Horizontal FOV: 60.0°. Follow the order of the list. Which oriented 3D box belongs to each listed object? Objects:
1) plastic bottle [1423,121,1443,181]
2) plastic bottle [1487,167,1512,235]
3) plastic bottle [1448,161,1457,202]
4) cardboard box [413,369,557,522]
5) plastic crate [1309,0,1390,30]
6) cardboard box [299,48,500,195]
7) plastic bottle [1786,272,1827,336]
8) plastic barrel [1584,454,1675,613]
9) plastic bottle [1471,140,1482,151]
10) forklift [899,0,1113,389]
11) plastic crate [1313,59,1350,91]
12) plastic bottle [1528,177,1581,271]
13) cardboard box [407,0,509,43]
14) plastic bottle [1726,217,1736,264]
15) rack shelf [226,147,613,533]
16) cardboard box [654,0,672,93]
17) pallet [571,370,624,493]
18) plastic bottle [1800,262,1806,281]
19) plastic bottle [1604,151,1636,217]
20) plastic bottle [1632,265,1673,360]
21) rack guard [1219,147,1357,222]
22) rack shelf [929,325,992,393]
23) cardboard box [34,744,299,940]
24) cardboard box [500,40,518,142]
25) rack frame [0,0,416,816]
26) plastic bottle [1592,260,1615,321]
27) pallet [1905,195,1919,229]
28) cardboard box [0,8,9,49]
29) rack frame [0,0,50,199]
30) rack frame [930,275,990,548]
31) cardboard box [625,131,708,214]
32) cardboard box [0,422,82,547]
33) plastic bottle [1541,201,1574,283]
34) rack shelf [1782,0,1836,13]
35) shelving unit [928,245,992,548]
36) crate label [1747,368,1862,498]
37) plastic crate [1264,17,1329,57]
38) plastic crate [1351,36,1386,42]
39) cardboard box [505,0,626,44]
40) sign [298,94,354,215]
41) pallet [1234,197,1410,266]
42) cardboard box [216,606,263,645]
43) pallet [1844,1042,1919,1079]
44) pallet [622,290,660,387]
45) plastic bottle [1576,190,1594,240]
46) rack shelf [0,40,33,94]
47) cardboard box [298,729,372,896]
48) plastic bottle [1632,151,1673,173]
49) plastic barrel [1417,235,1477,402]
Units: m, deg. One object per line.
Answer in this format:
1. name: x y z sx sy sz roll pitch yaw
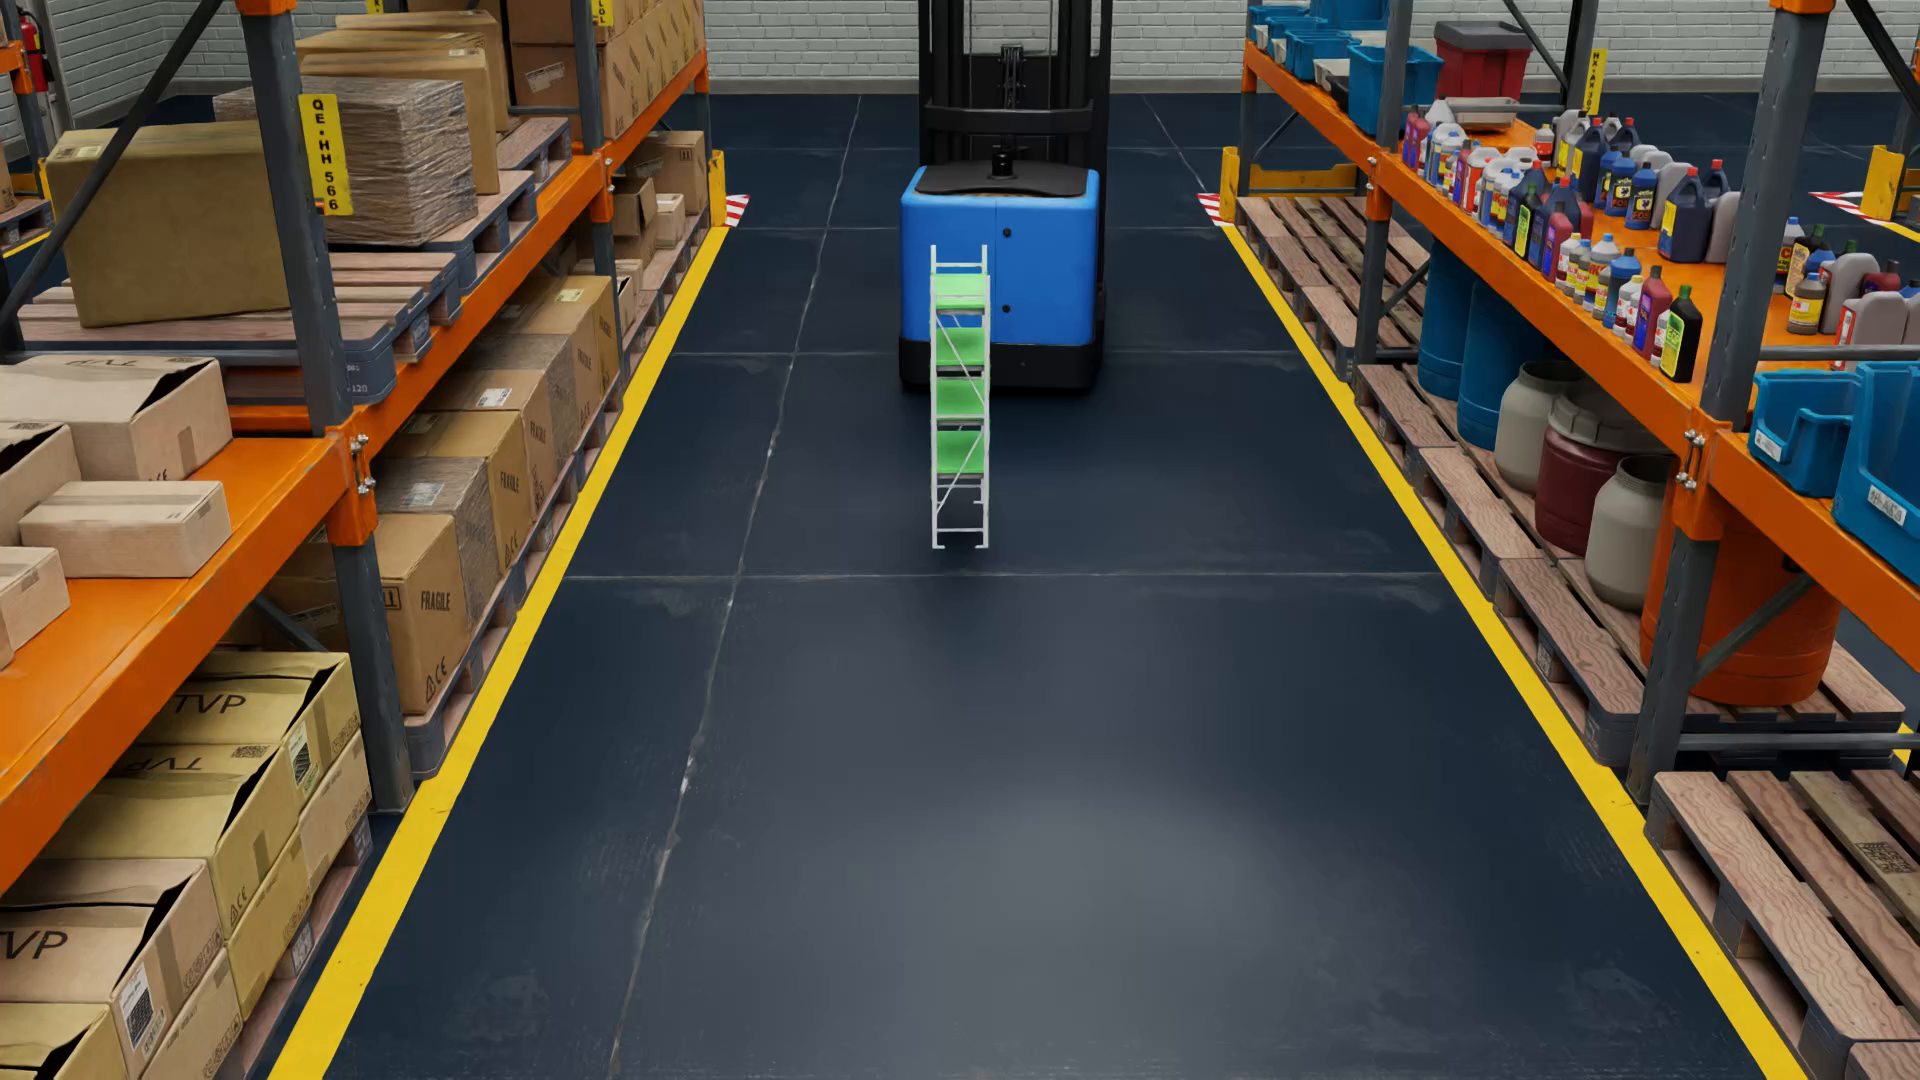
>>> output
1. plastic bottle: 2.236 -1.826 7.803 0.097 0.271 0.097 0 24 0
2. plastic bottle: 2.247 -1.404 6.870 0.097 0.271 0.097 0 24 0
3. plastic bottle: 2.240 -1.618 7.428 0.097 0.201 0.097 0 24 0
4. cardboard box: -2.015 -0.399 6.991 0.500 0.500 0.500 -1 24 -2
5. plastic crate: 2.783 -3.734 11.751 0.616 0.435 0.499 0 24 -1
6. cardboard box: -2.236 -1.668 6.668 0.700 0.500 0.500 -6 25 -14
7. plastic bottle: 2.869 -0.803 5.627 0.097 0.201 0.097 0 24 0
8. plastic barrel: 2.562 -0.023 6.171 0.421 0.512 0.421 0 24 0
9. plastic bottle: 2.389 -1.754 7.730 0.097 0.201 0.097 0 24 0
10. forklift: 0.335 -2.713 9.693 1.130 2.935 3.031 2 24 5
11. plastic crate: 2.317 -2.803 10.055 0.293 0.136 0.466 0 24 -1
12. plastic bottle: 2.276 -1.211 6.347 0.144 0.351 0.185 0 24 -1
13. cardboard box: -2.581 -2.867 8.615 0.500 0.500 0.500 0 24 0
14. plastic bottle: 3.012 -1.176 6.367 0.097 0.271 0.097 0 24 0
15. rack shelf: -2.295 -1.007 6.710 1.077 0.370 4.000 0 24 -1
16. cardboard box: -2.069 -3.043 10.216 0.500 0.500 0.500 -1 24 -1
17. pallet: -2.270 -0.553 8.218 1.003 0.211 1.213 0 24 -1
18. plastic bottle: 3.018 -0.914 5.873 0.097 0.201 0.097 0 24 0
19. plastic bottle: 2.850 -1.538 7.167 0.097 0.271 0.097 0 24 0
20. plastic bottle: 2.246 -0.738 5.384 0.061 0.283 0.133 0 24 -1
21. rack guard: 2.579 -2.699 12.611 1.175 0.500 0.348 0 24 -1
22. rack shelf: -0.002 -0.775 7.081 0.258 0.148 0.480 0 24 -1
23. cardboard box: -2.009 0.724 4.156 0.500 0.311 0.500 -1 24 -1
24. cardboard box: -2.579 -2.409 8.816 0.500 0.500 0.500 0 24 0
25. rack frame: -2.273 -0.511 4.739 1.000 3.000 0.127 0 24 -1
26. plastic bottle: 2.260 -0.869 5.772 0.097 0.201 0.097 0 24 0
27. pallet: 7.632 -2.251 11.970 1.003 0.211 1.213 0 24 -1
28. cardboard box: -7.298 -3.710 11.449 0.980 0.700 0.700 1 24 2
29. rack frame: -7.314 -3.784 11.976 1.000 3.000 0.127 0 24 -1
30. rack frame: 0.001 -0.514 6.931 0.240 1.200 0.015 0 24 -1
31. cardboard box: -2.108 -2.646 11.960 0.500 0.500 0.500 0 24 -1
32. cardboard box: -2.457 -0.101 3.941 0.500 0.311 0.500 -1 24 -1
33. plastic bottle: 2.236 -1.114 6.215 0.061 0.283 0.133 0 24 -1
34. rack shelf: 2.702 -0.746 2.493 1.077 0.370 4.000 0 24 -1
35. shelving unit: -0.002 -0.615 7.154 0.258 1.200 0.503 0 24 -1
36. crate label: 2.310 -0.280 4.432 0.303 0.233 0.416 0 24 -1
37. plastic crate: 2.273 -3.405 11.268 0.416 0.233 0.300 0 24 -1
38. plastic crate: 2.771 -3.281 11.111 0.396 0.136 0.243 0 24 -1
39. cardboard box: -2.041 -2.856 8.589 0.500 0.500 0.500 0 24 1
40. sign: -1.718 -1.042 4.509 0.100 0.325 0.005 0 24 -1
41. pallet: 2.563 -2.218 11.897 1.003 0.211 1.213 0 24 -1
42. cardboard box: -2.518 0.043 6.014 0.500 0.500 0.500 1 24 2
43. pallet: 2.660 1.560 3.545 1.003 0.211 1.213 0 24 -1
44. pallet: -2.324 -1.171 9.584 1.003 0.211 1.213 0 24 -1
45. plastic bottle: 2.378 -1.191 6.385 0.061 0.283 0.133 0 24 -1
46. rack shelf: -7.292 -2.632 10.302 1.077 0.370 4.000 0 24 -1
47. cardboard box: -2.024 0.766 4.743 0.500 0.250 0.500 0 24 1
48. plastic bottle: 2.975 -1.549 7.184 0.152 0.276 0.135 0 24 -1
49. plastic barrel: 2.625 -1.191 8.280 0.600 0.901 0.708 0 24 -1
